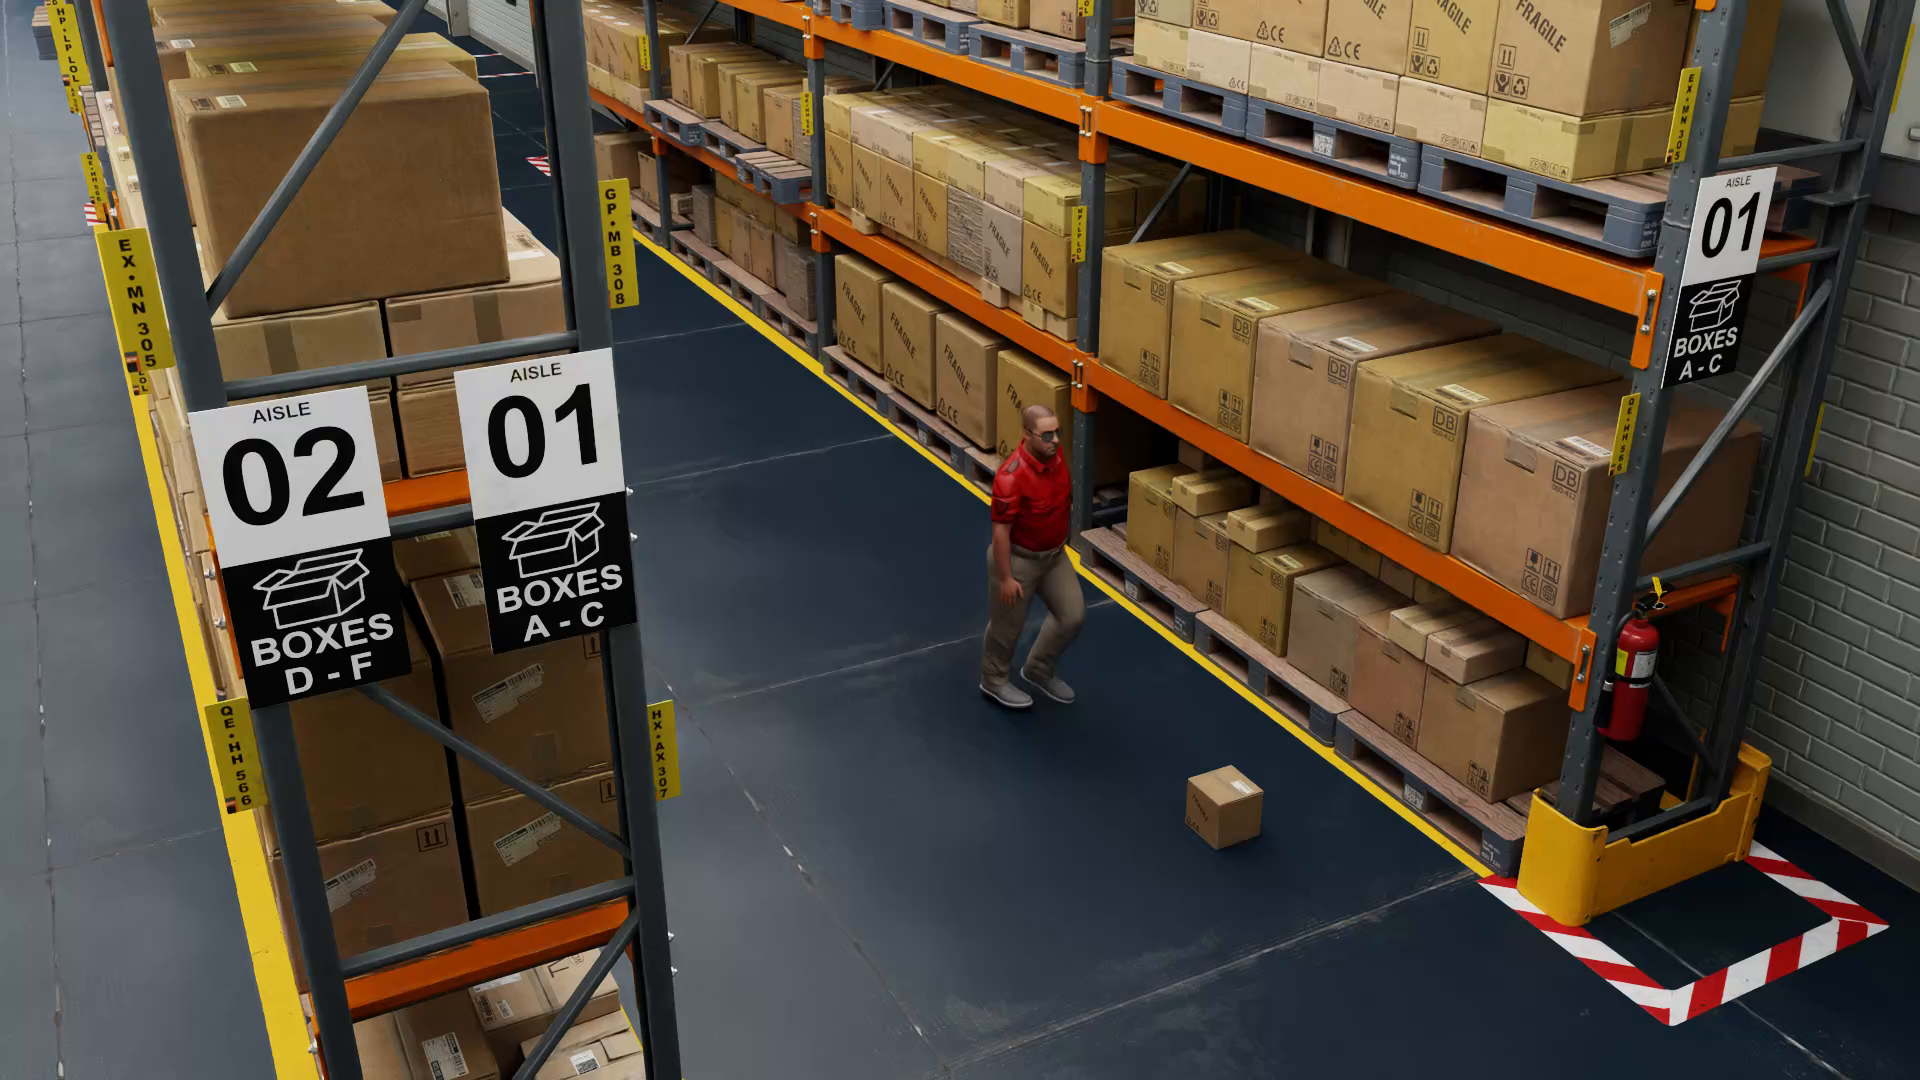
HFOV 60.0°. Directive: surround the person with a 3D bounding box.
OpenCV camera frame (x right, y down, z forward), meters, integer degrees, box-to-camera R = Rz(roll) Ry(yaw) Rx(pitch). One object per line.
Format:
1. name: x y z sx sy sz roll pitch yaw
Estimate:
1. person: 0.329 0.107 8.402 0.528 1.739 0.570 21 32 37
